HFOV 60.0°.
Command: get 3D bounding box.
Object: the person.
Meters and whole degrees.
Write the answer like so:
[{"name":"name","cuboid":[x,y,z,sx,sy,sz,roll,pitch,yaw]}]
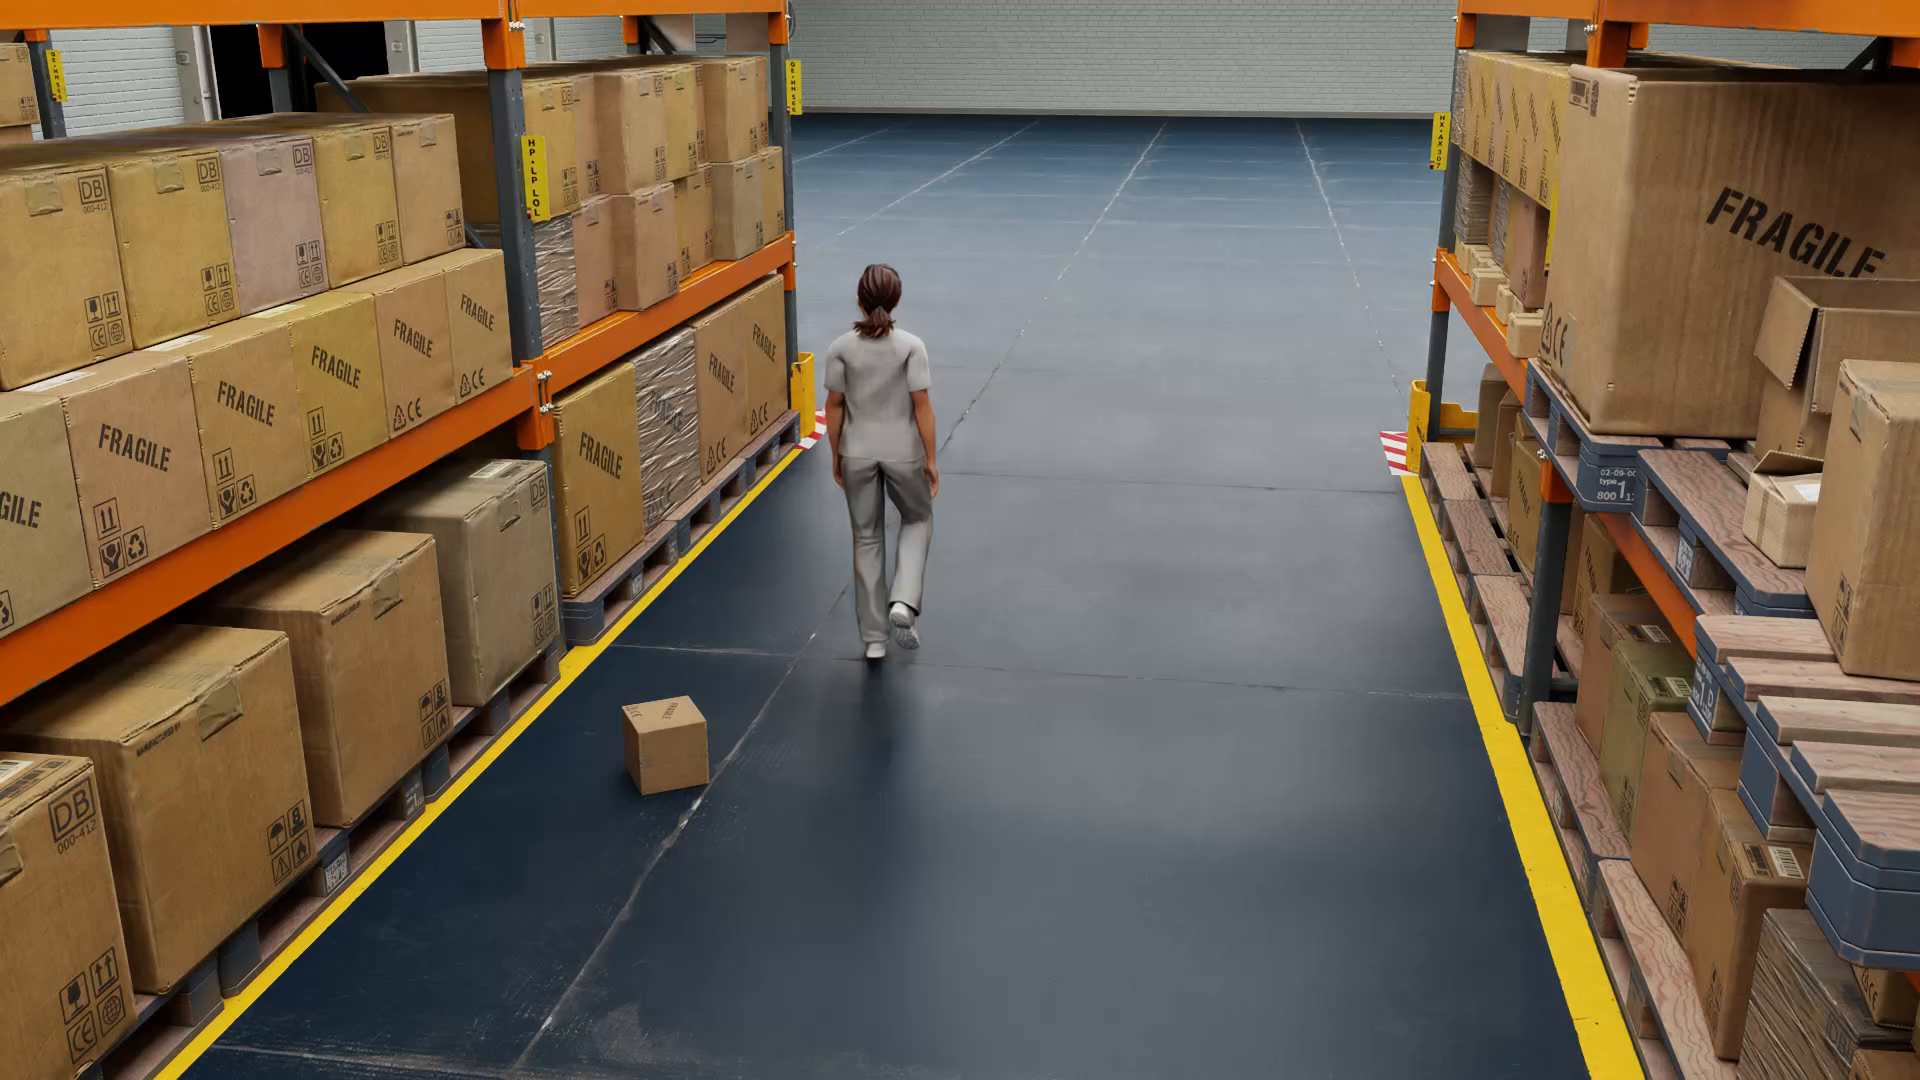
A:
[{"name":"person","cuboid":[-0.325,-0.332,7.009,0.477,1.671,0.437,0,18,0]}]
